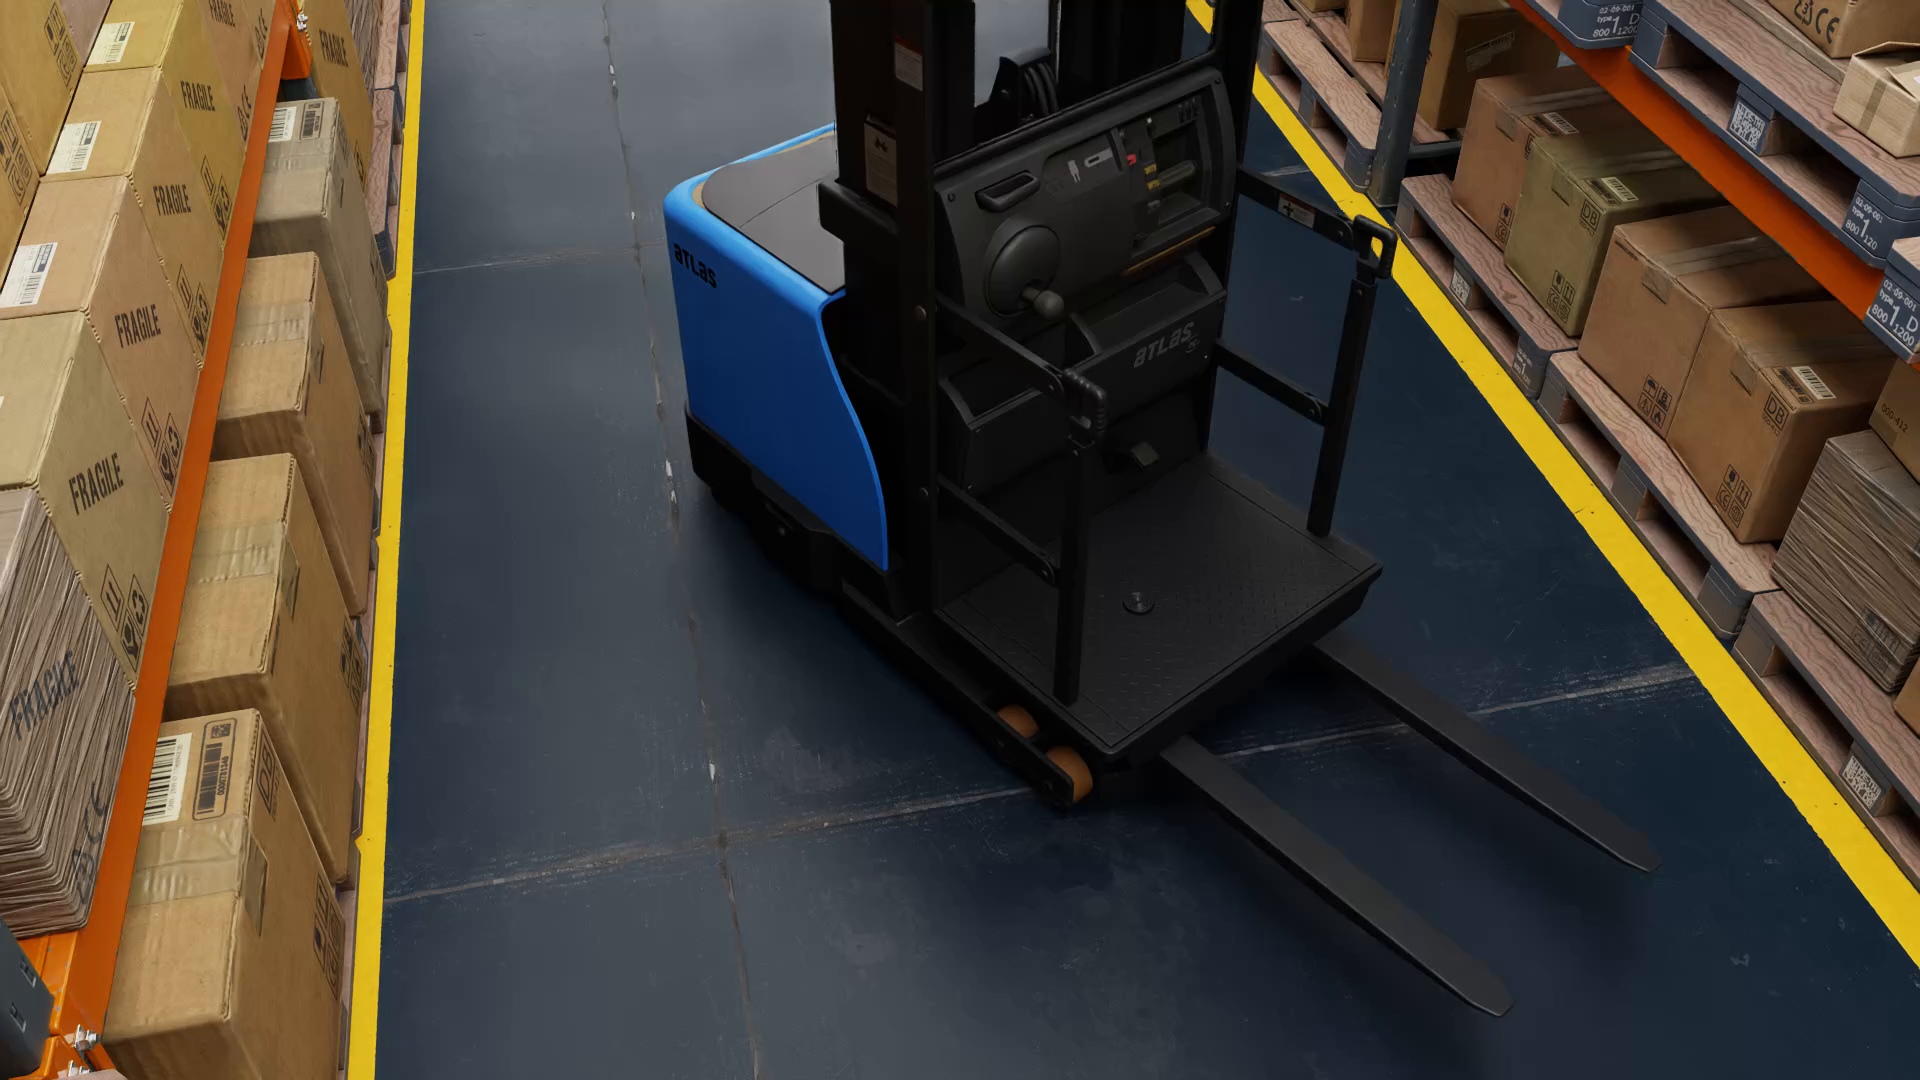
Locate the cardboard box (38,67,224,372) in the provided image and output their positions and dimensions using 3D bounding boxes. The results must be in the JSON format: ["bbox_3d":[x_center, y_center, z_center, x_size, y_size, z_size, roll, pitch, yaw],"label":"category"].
[{"bbox_3d":[-1.987,-0.683,3.685,0.500,0.500,0.500,-9,42,-10],"label":"cardboard box"}]

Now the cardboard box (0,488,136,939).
[{"bbox_3d":[-1.661,0.296,2.582,0.500,0.500,0.500,-8,42,-9],"label":"cardboard box"}]

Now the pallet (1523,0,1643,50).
[{"bbox_3d":[2.197,-1.987,5.373,1.003,0.211,1.213,-8,42,-9],"label":"pallet"}]

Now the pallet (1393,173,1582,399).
[{"bbox_3d":[2.344,-1.028,6.249,1.003,0.211,1.213,-8,42,-9],"label":"pallet"}]

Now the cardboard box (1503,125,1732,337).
[{"bbox_3d":[2.370,-1.092,5.772,0.700,0.500,0.500,-9,42,-10],"label":"cardboard box"}]

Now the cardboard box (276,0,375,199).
[{"bbox_3d":[-2.758,-1.710,6.201,0.875,0.875,0.875,-8,42,-9],"label":"cardboard box"}]

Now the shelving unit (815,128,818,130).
[{"bbox_3d":[-6.642,-2.503,5.664,8.985,3.194,9.577,-28,48,-27],"label":"shelving unit"}]

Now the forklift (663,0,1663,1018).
[{"bbox_3d":[3.830,-0.632,3.754,5.949,2.935,7.733,-30,50,-29],"label":"forklift"}]

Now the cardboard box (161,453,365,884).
[{"bbox_3d":[-2.063,0.374,3.948,1.050,0.750,0.750,-8,42,-9],"label":"cardboard box"}]

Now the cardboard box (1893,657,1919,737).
[{"bbox_3d":[2.873,0.357,4.140,0.700,0.500,0.500,-10,43,-12],"label":"cardboard box"}]

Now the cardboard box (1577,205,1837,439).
[{"bbox_3d":[2.491,-0.729,5.363,0.700,0.500,0.500,-12,43,-13],"label":"cardboard box"}]

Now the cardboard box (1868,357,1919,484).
[{"bbox_3d":[2.739,-0.265,4.275,0.500,0.250,0.500,-4,42,-4],"label":"cardboard box"}]

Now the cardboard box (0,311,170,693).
[{"bbox_3d":[-1.773,-0.033,2.952,0.500,0.500,0.500,-9,42,-10],"label":"cardboard box"}]

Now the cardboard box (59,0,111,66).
[{"bbox_3d":[-2.356,-1.359,3.693,0.700,0.500,0.500,-8,42,-9],"label":"cardboard box"}]

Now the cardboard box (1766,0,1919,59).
[{"bbox_3d":[2.639,-1.660,4.466,0.797,0.503,0.637,-4,42,-5],"label":"cardboard box"}]

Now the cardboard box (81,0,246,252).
[{"bbox_3d":[-2.099,-1.012,4.055,0.500,0.500,0.500,-8,42,-9],"label":"cardboard box"}]

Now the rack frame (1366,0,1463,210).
[{"bbox_3d":[2.174,-2.575,5.891,1.000,3.000,0.127,-8,42,-9],"label":"rack frame"}]

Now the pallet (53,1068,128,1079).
[{"bbox_3d":[-1.569,1.182,1.804,1.213,0.211,1.003,-8,42,-9],"label":"pallet"}]

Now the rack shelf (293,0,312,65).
[{"bbox_3d":[-3.122,-2.957,6.864,1.077,0.370,4.000,-8,42,-9],"label":"rack shelf"}]

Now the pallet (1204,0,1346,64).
[{"bbox_3d":[1.728,-2.755,8.194,1.003,0.211,1.213,-8,42,-9],"label":"pallet"}]

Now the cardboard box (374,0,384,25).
[{"bbox_3d":[-3.151,-2.885,7.524,0.875,0.875,0.875,-9,42,-10],"label":"cardboard box"}]

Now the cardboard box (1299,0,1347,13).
[{"bbox_3d":[1.785,-2.823,7.738,0.500,0.500,0.500,-12,43,-13],"label":"cardboard box"}]

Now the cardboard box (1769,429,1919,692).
[{"bbox_3d":[2.741,-0.001,4.543,0.700,0.500,0.500,-12,43,-13],"label":"cardboard box"}]

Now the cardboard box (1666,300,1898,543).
[{"bbox_3d":[2.612,-0.367,4.956,0.700,0.500,0.500,-5,42,-6],"label":"cardboard box"}]

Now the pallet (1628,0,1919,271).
[{"bbox_3d":[2.570,-1.188,4.473,1.003,0.211,1.213,-8,42,-9],"label":"pallet"}]

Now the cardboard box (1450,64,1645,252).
[{"bbox_3d":[2.286,-1.403,6.123,0.700,0.500,0.500,-11,43,-13],"label":"cardboard box"}]

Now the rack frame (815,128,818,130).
[{"bbox_3d":[-0.381,-1.040,5.743,0.240,0.900,0.006,-28,48,-27],"label":"rack frame"}]

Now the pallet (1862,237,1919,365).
[{"bbox_3d":[2.780,-0.357,3.537,1.213,0.211,1.003,-8,42,-9],"label":"pallet"}]

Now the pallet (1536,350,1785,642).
[{"bbox_3d":[2.611,-0.235,5.356,1.003,0.211,1.213,-8,42,-9],"label":"pallet"}]

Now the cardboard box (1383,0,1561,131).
[{"bbox_3d":[2.127,-2.062,6.880,0.500,0.500,0.500,-10,42,-11],"label":"cardboard box"}]

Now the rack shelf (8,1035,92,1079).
[{"bbox_3d":[-1.396,2.229,1.022,1.077,0.370,4.000,-8,42,-9],"label":"rack shelf"}]

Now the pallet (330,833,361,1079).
[{"bbox_3d":[-1.924,1.184,3.757,1.003,0.211,1.213,-8,42,-9],"label":"pallet"}]

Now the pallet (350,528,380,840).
[{"bbox_3d":[-2.184,0.395,4.646,1.003,0.211,1.213,-8,42,-9],"label":"pallet"}]

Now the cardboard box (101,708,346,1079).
[{"bbox_3d":[-0.293,-1.175,5.324,5.455,1.239,5.693,-9,42,-10],"label":"cardboard box"}]

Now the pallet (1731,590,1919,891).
[{"bbox_3d":[10.684,1.291,3.636,15.783,0.211,6.755,-8,42,-9],"label":"pallet"}]

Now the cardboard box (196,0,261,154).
[{"bbox_3d":[-2.208,-1.340,4.424,0.500,0.500,0.500,-9,42,-10],"label":"cardboard box"}]

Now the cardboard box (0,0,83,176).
[{"bbox_3d":[-2.248,-1.032,3.324,0.700,0.500,0.500,-9,42,-10],"label":"cardboard box"}]

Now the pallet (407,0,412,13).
[{"bbox_3d":[-3.305,-2.972,8.440,1.003,0.211,1.213,-8,42,-9],"label":"pallet"}]
